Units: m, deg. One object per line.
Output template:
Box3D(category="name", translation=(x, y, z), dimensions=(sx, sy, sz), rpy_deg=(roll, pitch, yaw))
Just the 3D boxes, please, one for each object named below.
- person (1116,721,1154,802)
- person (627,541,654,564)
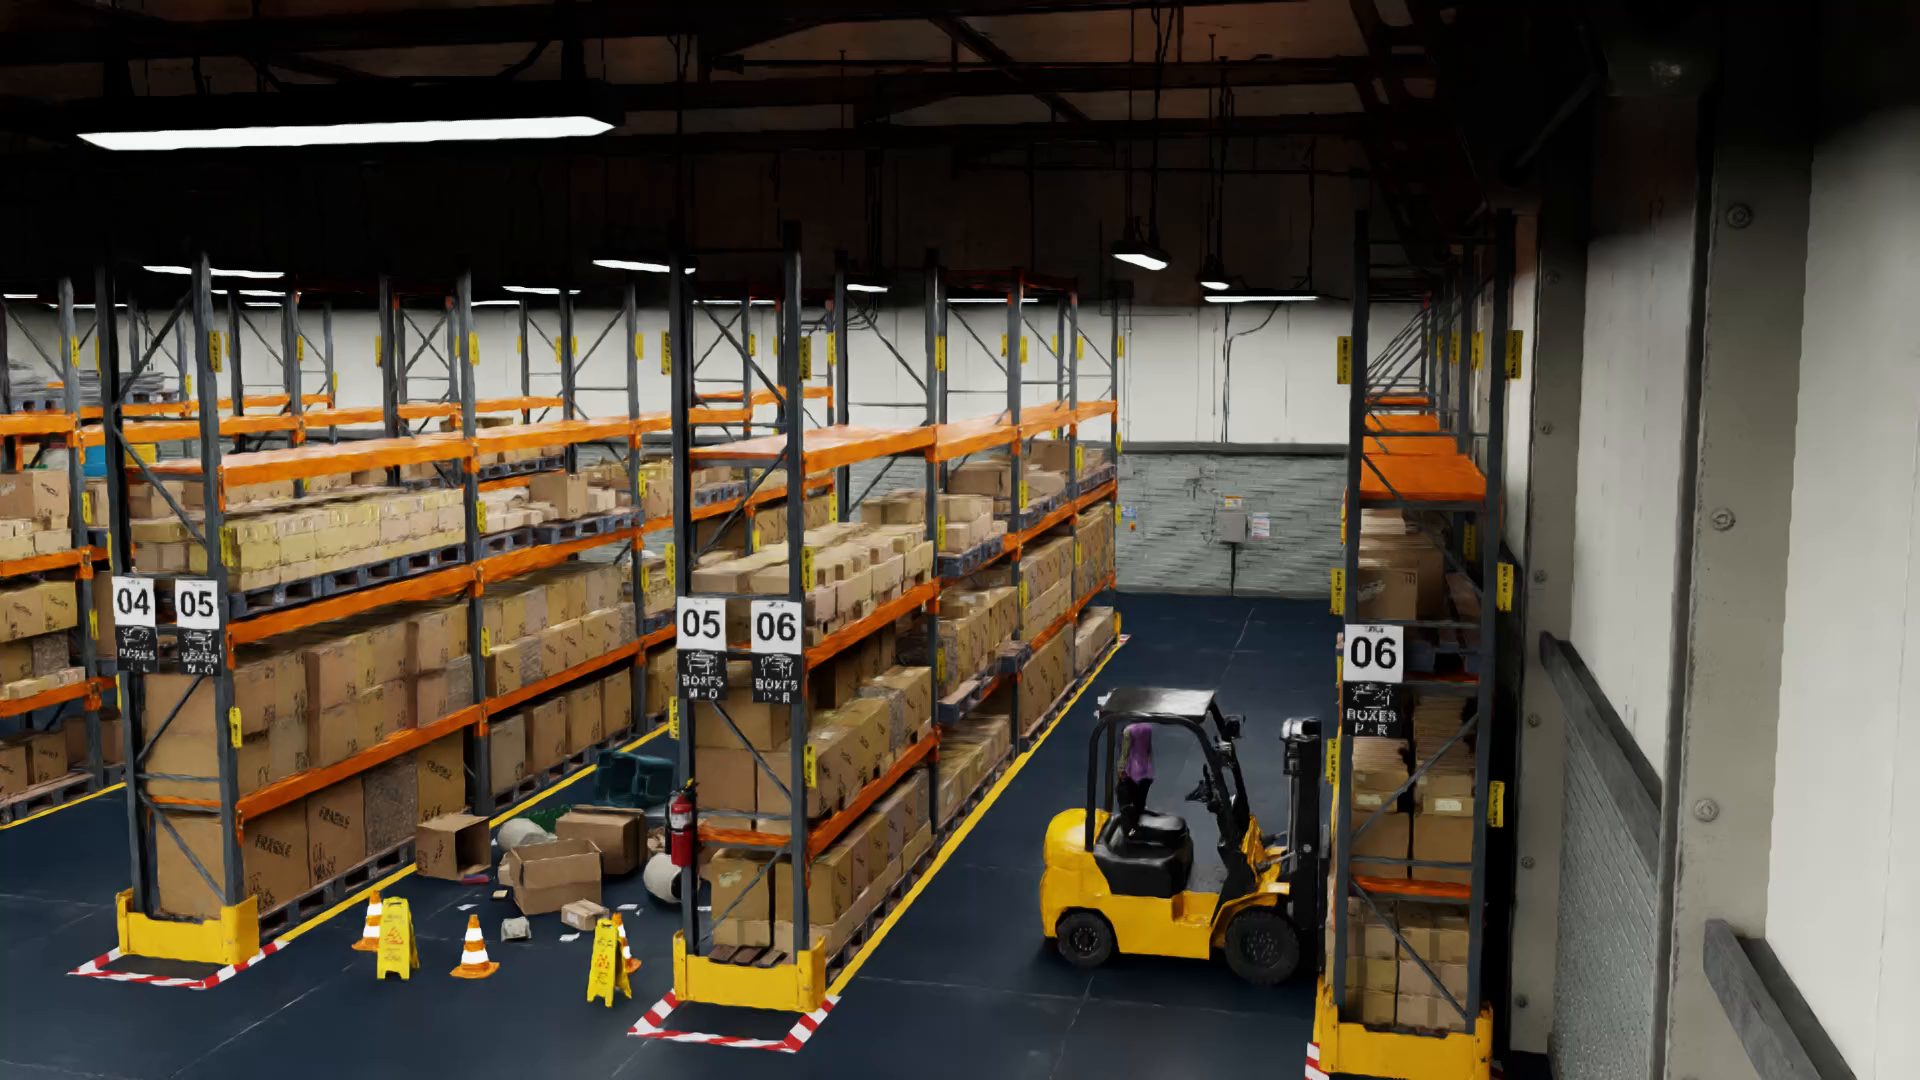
Box3D(category="person", translation=(1.743, 2.362, 16.492), dimensions=(0.509, 1.596, 0.494), rpy_deg=(7, 10, 43))
Box3D(category="person", translation=(-5.684, 0.756, 29.720), dimensions=(0.625, 1.611, 0.575), rpy_deg=(1, 7, 11))
